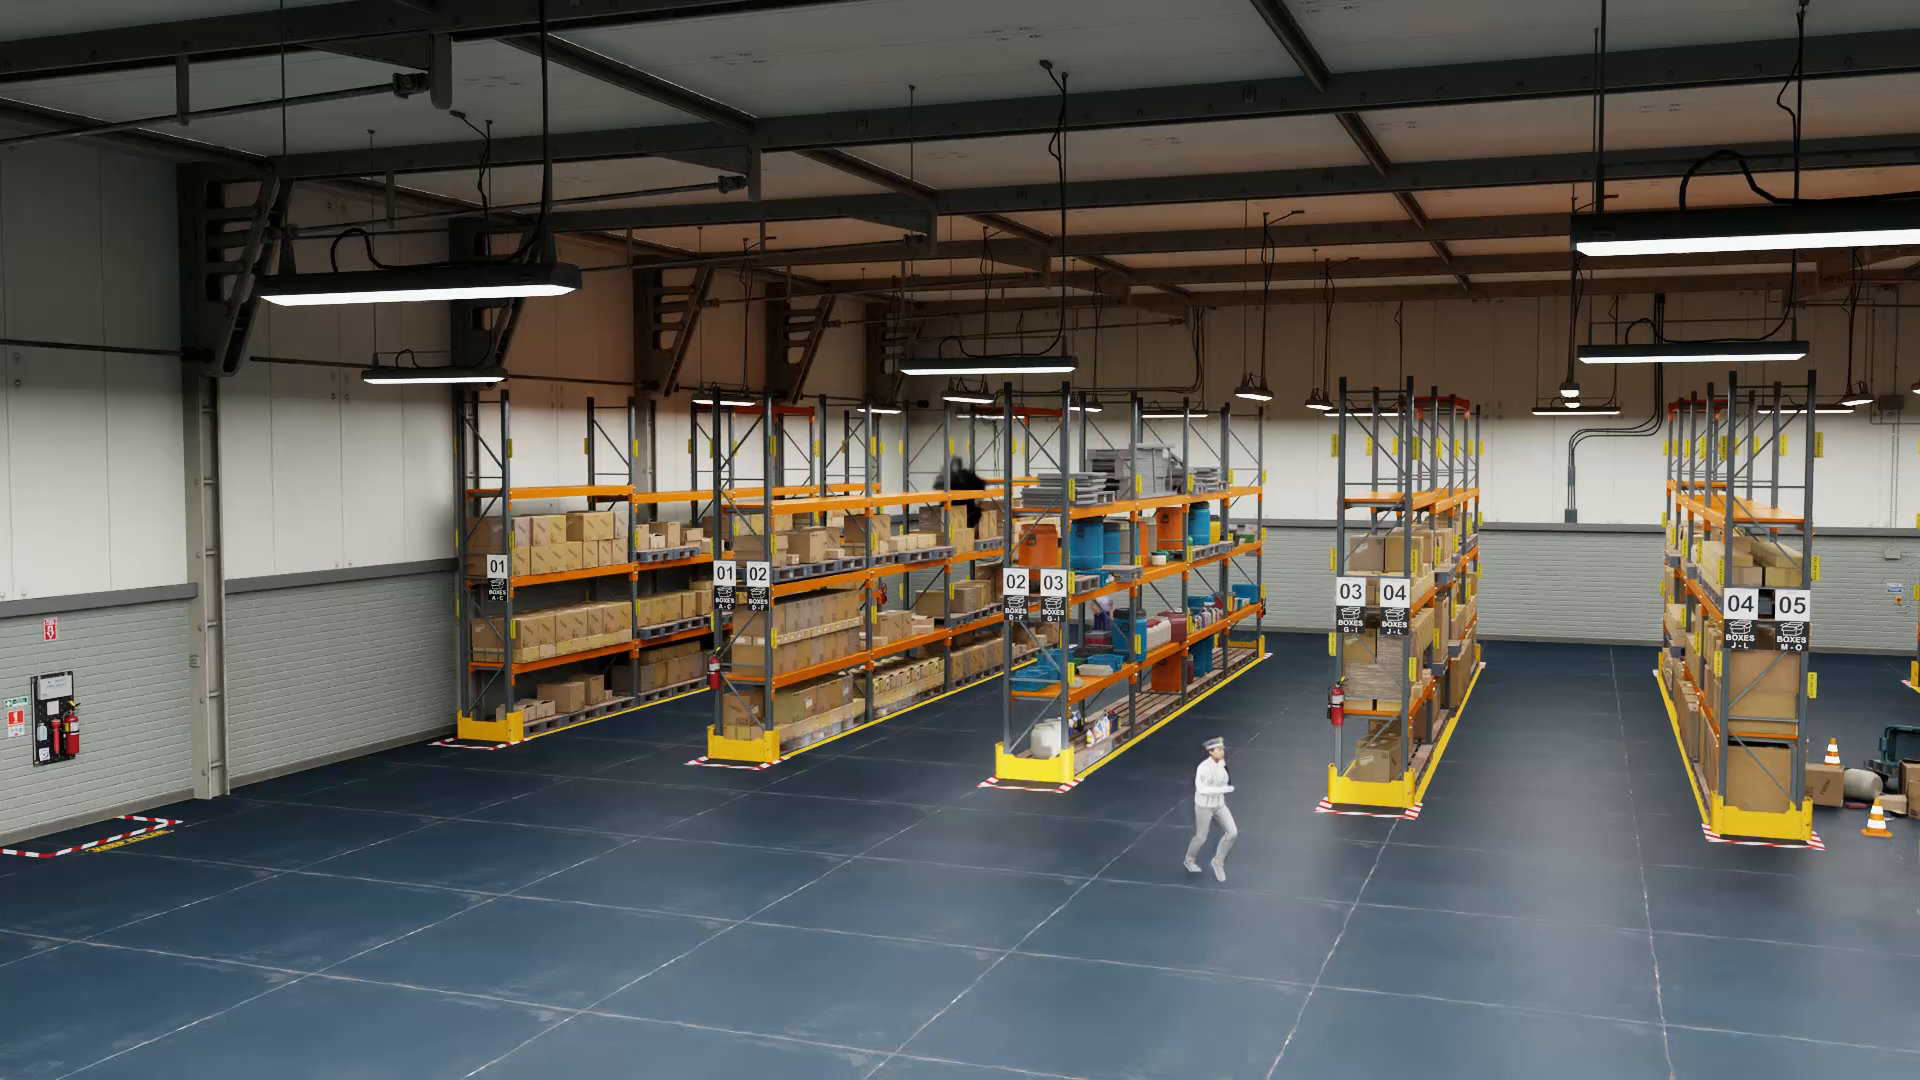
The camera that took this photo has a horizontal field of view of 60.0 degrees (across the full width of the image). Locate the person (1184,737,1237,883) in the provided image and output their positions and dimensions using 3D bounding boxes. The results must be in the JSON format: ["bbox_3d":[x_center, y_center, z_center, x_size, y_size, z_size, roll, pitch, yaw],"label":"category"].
[{"bbox_3d":[2.904,3.098,19.276,0.640,1.691,0.797,-3,4,-40],"label":"person"}]

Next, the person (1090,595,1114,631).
[{"bbox_3d":[3.552,1.923,41.419,0.608,1.594,0.604,0,3,-3],"label":"person"}]
